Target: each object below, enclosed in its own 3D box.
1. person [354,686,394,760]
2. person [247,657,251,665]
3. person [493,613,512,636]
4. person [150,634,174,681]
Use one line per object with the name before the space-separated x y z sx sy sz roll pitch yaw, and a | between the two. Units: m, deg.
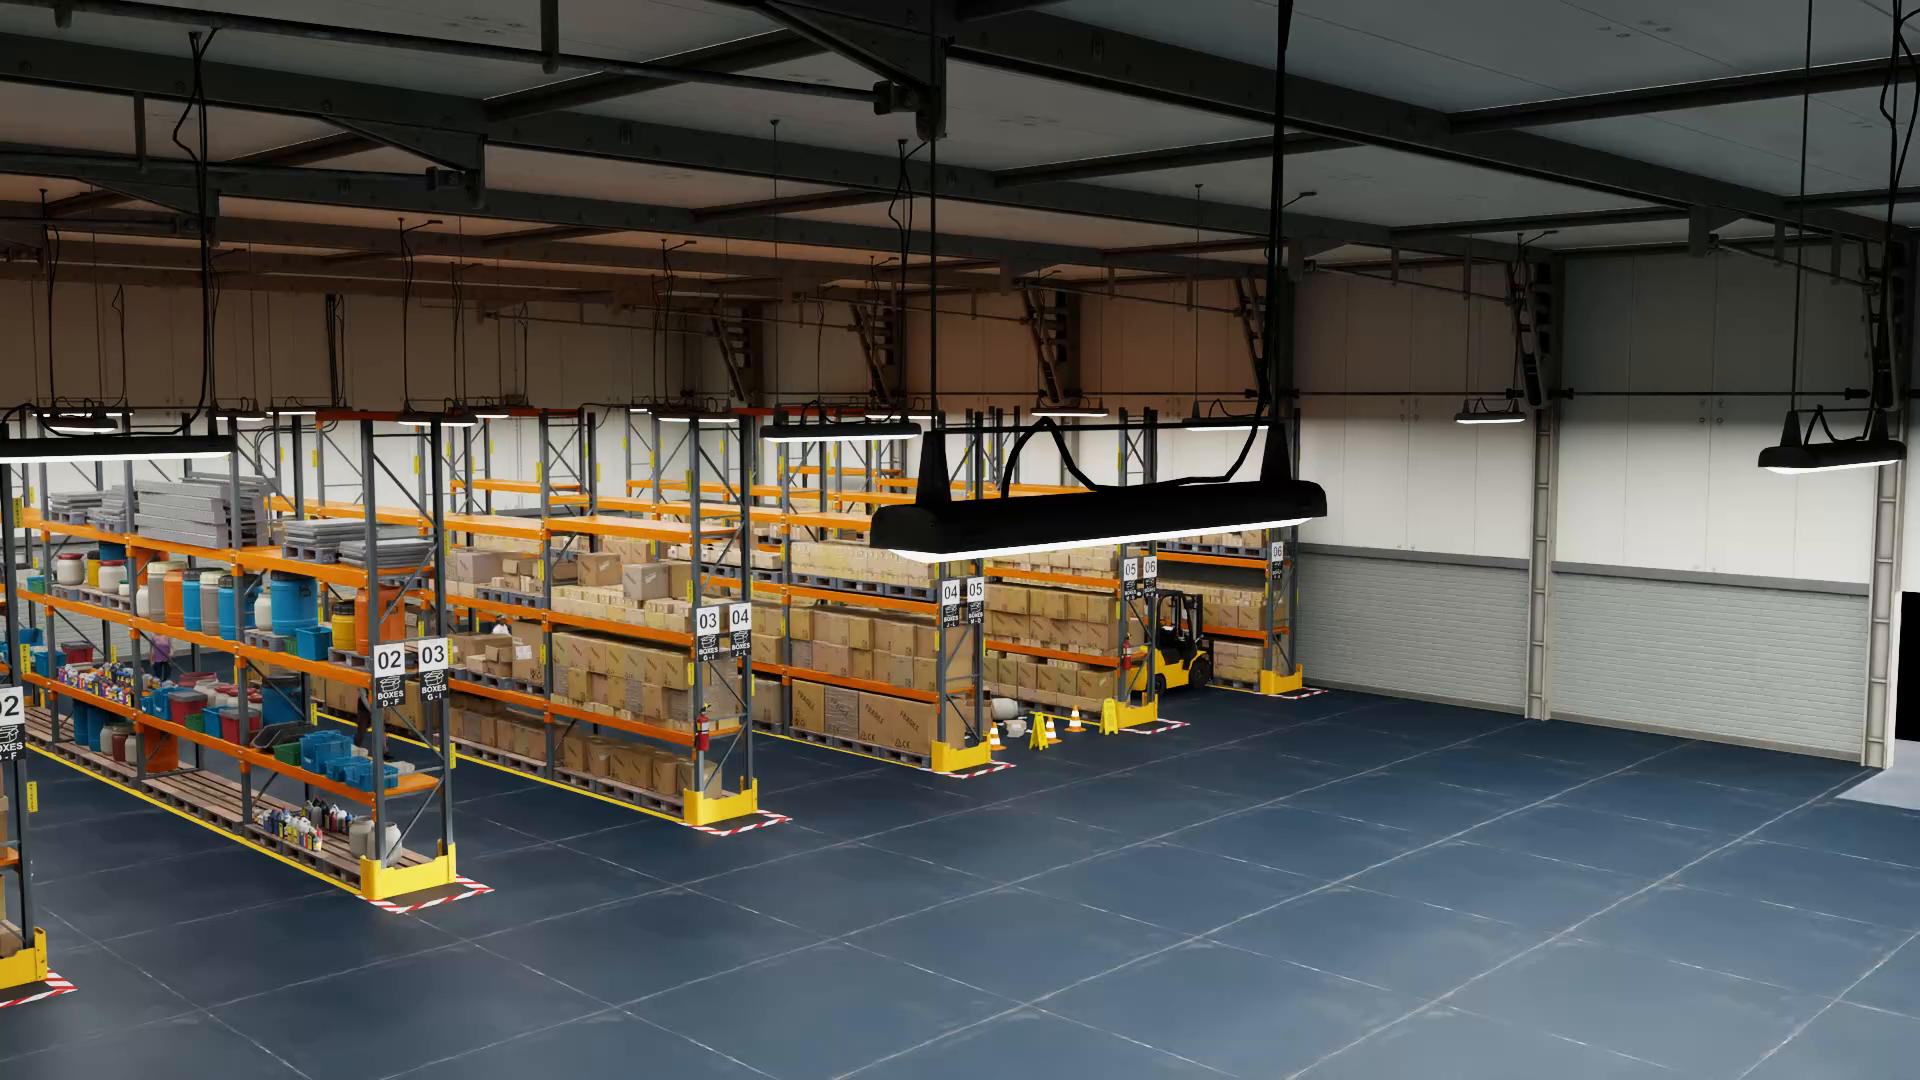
person | -10.187 2.950 28.743 1.032 1.680 0.469 5 7 44
person | -15.998 2.152 38.040 0.955 1.629 0.471 2 6 24
person | -9.766 2.366 35.496 0.443 1.649 0.894 -4 7 -39
person | -16.450 2.503 34.281 0.452 1.601 0.379 -2 6 -26
